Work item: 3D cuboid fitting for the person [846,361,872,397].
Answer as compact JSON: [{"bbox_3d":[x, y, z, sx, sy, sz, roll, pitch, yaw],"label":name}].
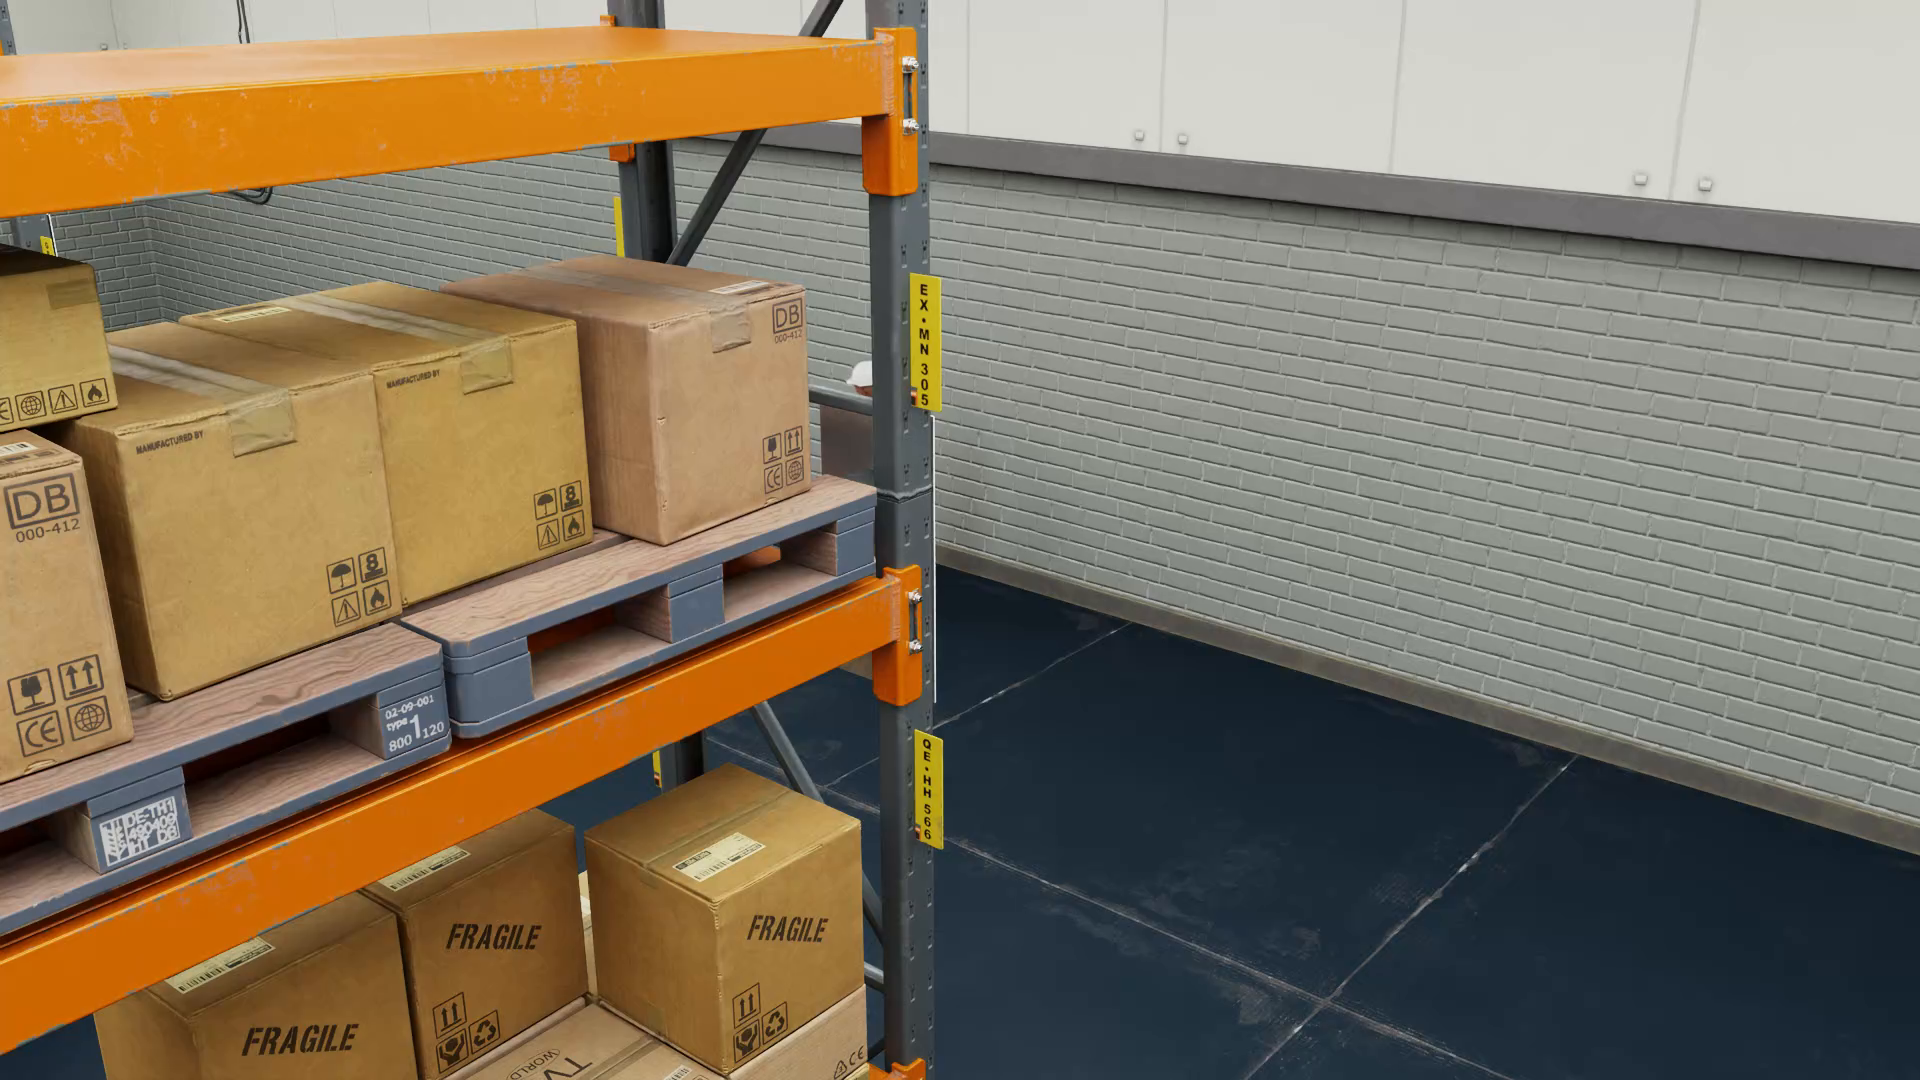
[{"bbox_3d":[-0.517,-0.312,10.906,0.463,1.759,0.625,14,25,34],"label":"person"}]
